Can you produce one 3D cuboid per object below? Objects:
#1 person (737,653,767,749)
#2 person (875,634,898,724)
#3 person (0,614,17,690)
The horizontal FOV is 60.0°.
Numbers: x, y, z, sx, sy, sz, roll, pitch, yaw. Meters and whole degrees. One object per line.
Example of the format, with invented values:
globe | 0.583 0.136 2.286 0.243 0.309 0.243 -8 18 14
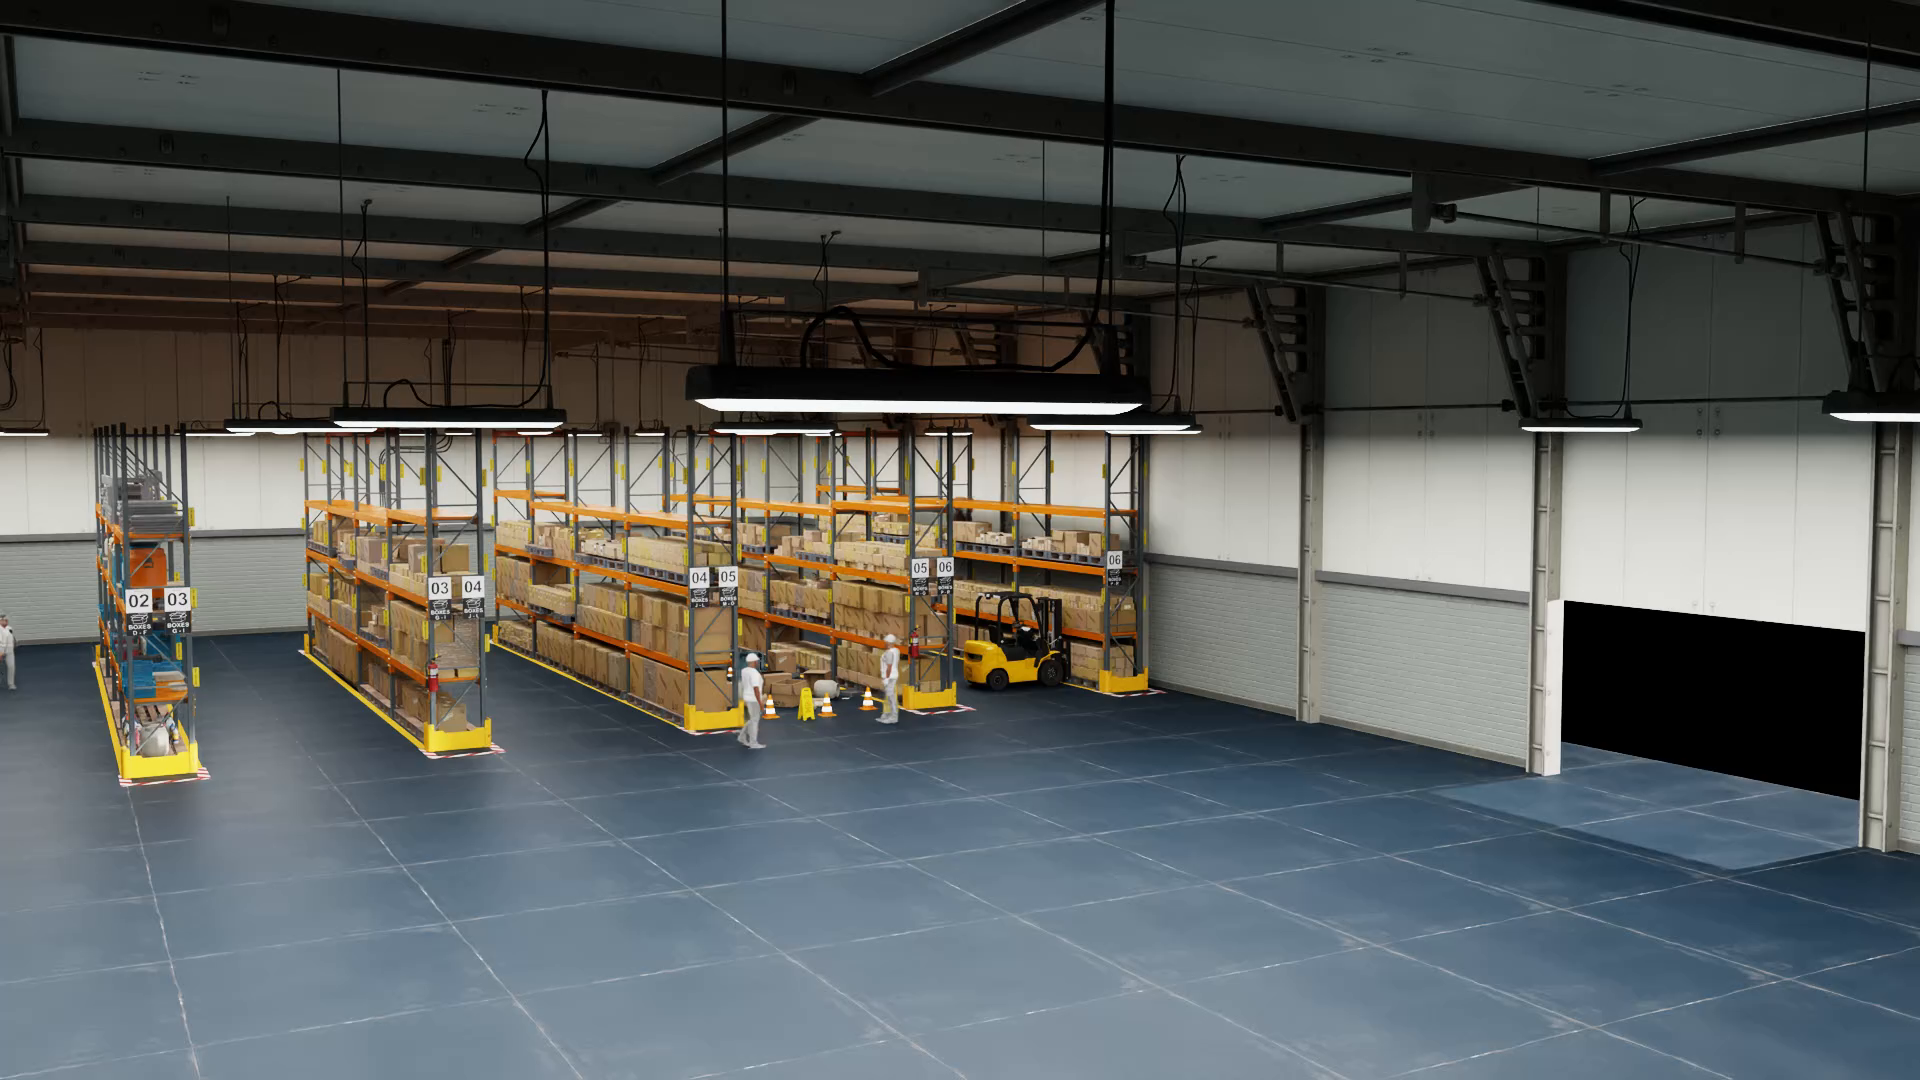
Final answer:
person | -3.850 2.978 30.809 0.495 1.770 0.636 -1 4 -18
person | -1.500 2.799 33.529 0.496 1.807 0.593 0 3 3
person | -21.871 2.554 38.020 0.509 1.724 1.025 -2 4 -35
